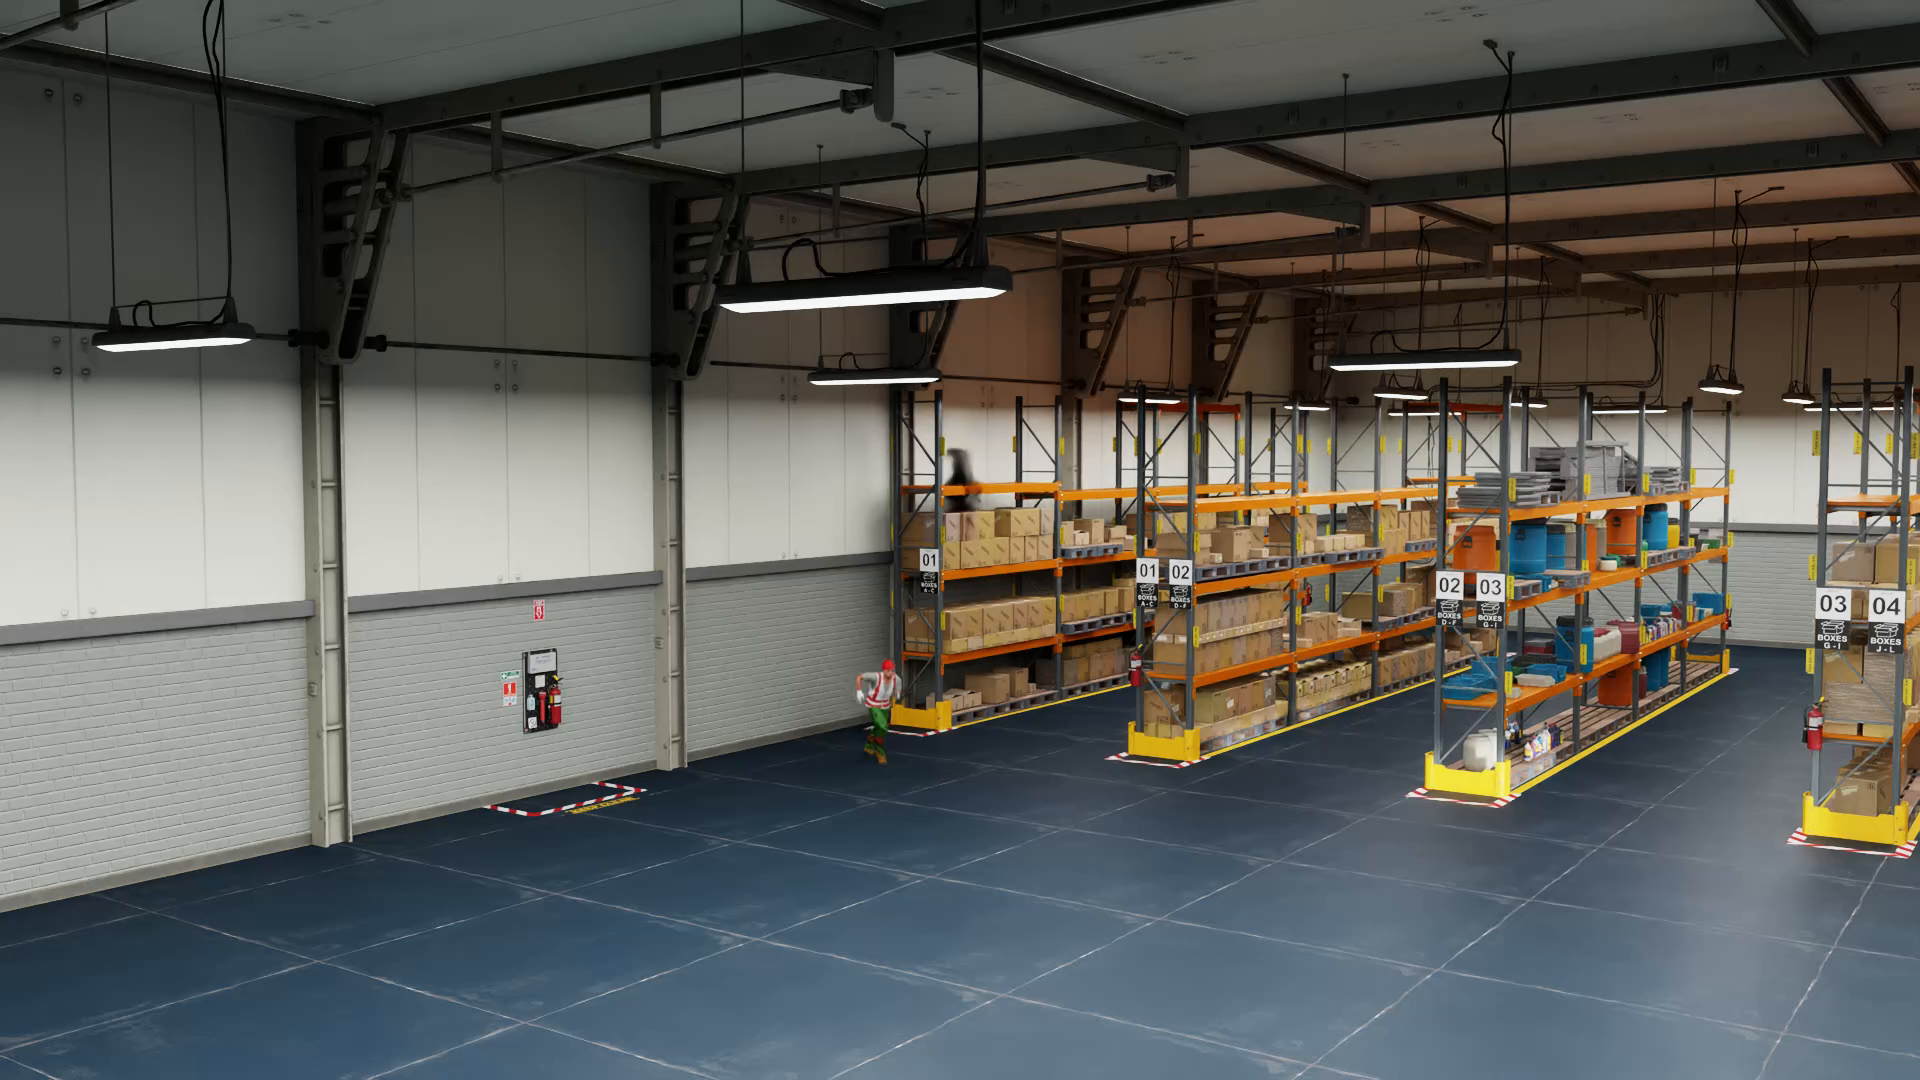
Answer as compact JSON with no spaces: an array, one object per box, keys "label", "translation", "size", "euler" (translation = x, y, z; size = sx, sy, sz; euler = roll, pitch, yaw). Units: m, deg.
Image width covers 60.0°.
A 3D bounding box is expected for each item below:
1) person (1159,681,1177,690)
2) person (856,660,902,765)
[{"label":"person","translation":[3.976,2.385,30.800],"size":[0.650,1.802,0.823],"euler":[3,4,41]},{"label":"person","translation":[-1.308,2.711,26.342],"size":[0.707,1.702,1.003],"euler":[-2,4,-30]}]
